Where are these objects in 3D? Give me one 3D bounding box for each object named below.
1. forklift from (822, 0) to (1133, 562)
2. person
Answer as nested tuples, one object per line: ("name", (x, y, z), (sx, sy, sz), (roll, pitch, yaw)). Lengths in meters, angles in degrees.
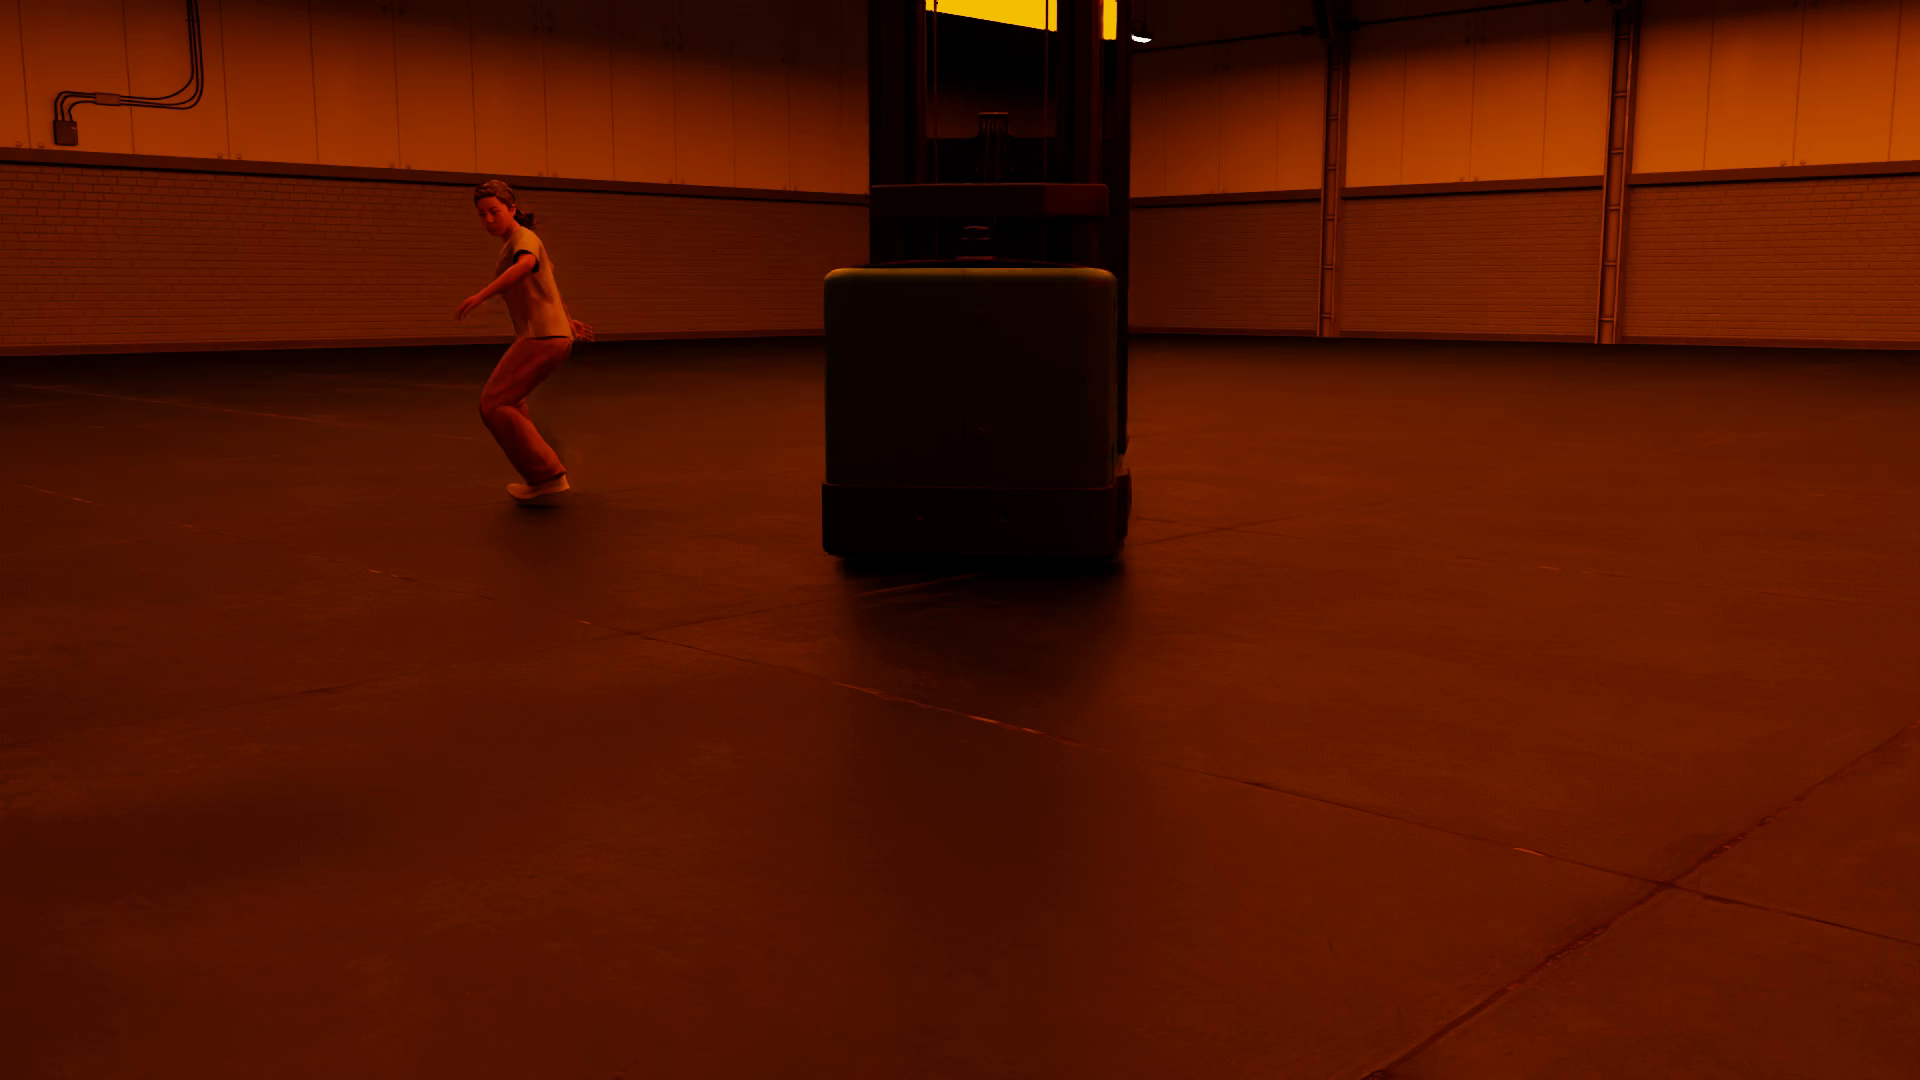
("forklift", (0.195, -1.550, 7.170), (1.130, 2.935, 3.031), (1, 9, 7))
("person", (-2.082, -0.914, 8.040), (0.522, 1.611, 0.955), (-1, 9, -5))
